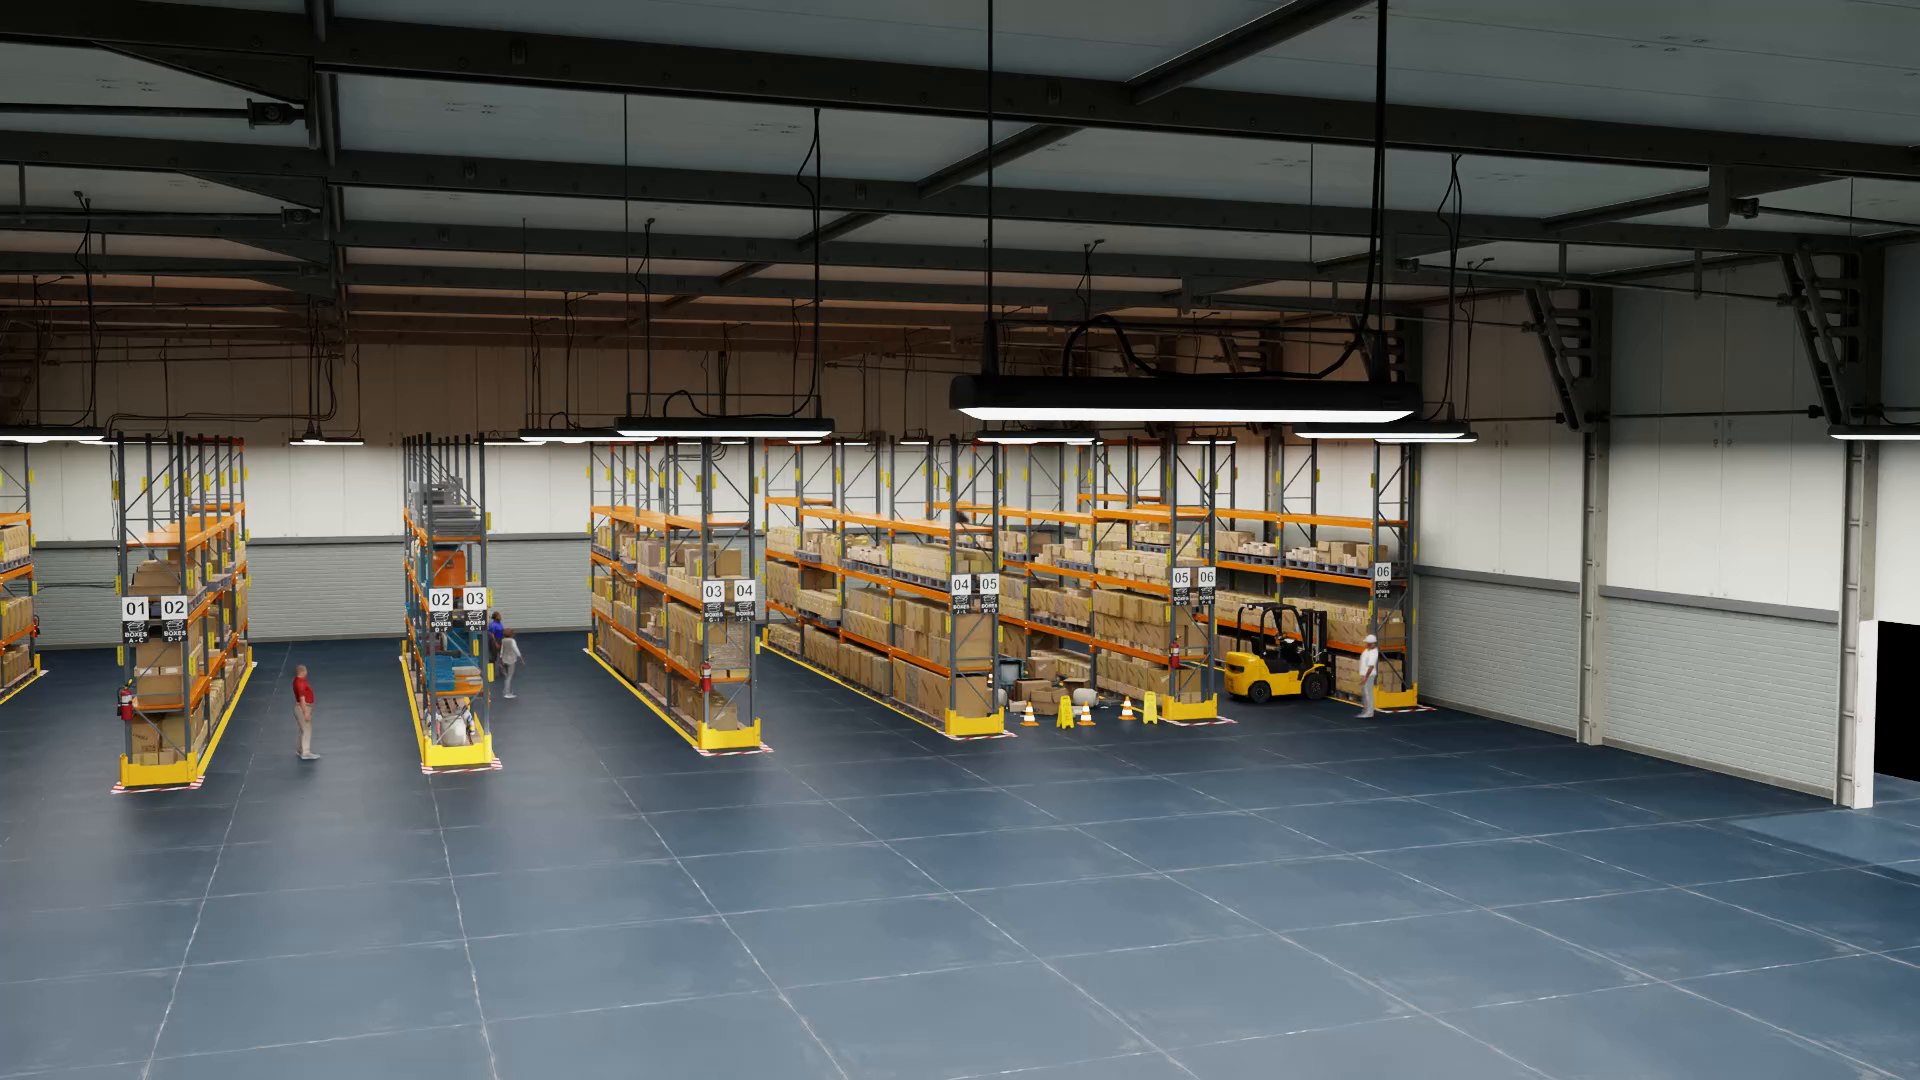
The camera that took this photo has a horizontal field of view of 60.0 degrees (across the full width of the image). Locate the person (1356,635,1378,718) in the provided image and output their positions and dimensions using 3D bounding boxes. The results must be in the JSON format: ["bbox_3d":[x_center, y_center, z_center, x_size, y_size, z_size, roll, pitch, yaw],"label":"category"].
[{"bbox_3d":[8.623,2.892,35.318,0.473,1.783,0.688,0,3,-7],"label":"person"}]

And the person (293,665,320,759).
[{"bbox_3d":[-12.068,3.193,30.696,0.464,1.783,0.598,-1,3,-15],"label":"person"}]

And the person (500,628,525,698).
[{"bbox_3d":[-10.284,2.830,37.999,0.518,1.644,0.492,2,4,35],"label":"person"}]

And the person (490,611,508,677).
[{"bbox_3d":[-11.578,2.609,41.669,0.549,1.660,0.496,2,4,38],"label":"person"}]
